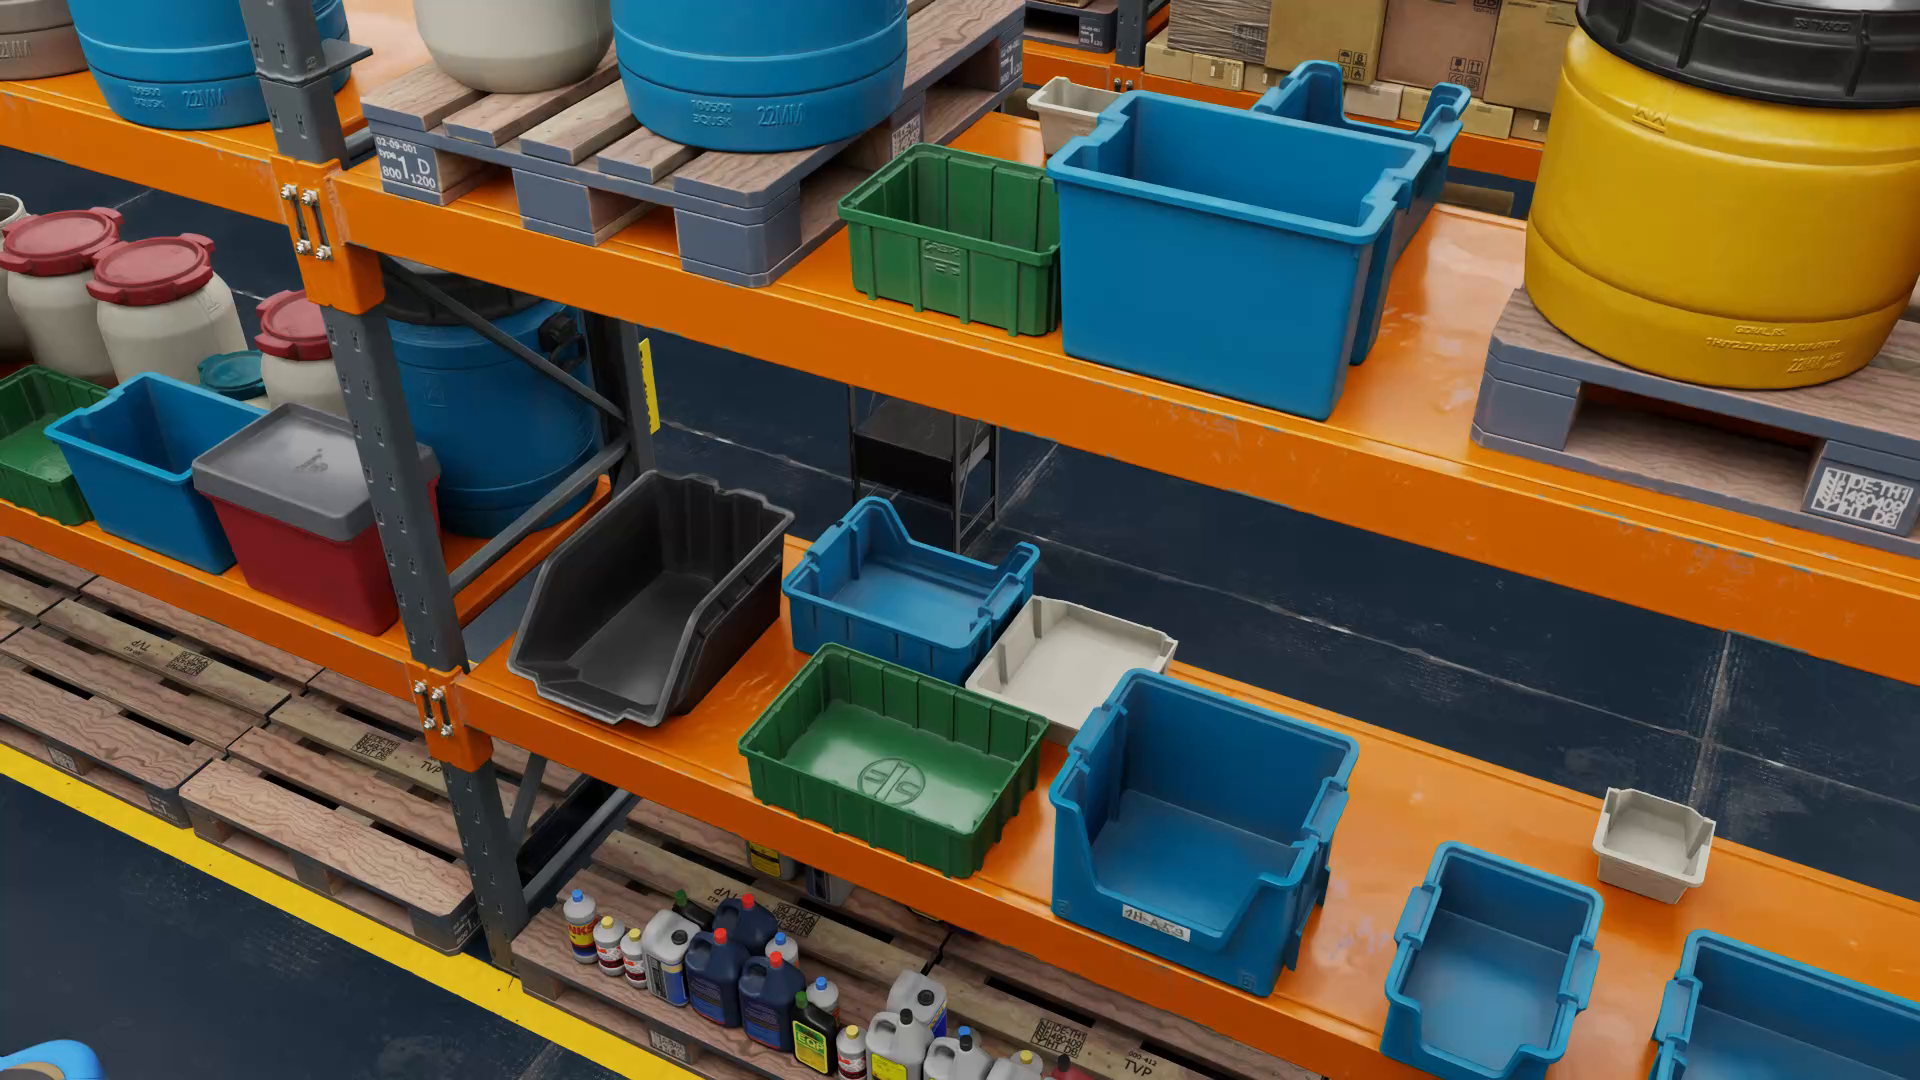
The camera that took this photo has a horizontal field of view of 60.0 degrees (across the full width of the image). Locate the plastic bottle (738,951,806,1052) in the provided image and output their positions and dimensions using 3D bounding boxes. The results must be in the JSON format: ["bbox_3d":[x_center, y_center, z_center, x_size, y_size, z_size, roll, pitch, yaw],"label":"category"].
[{"bbox_3d":[-0.547,1.321,4.856,0.185,0.351,0.144,16,40,20],"label":"plastic bottle"}]

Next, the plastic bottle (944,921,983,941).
[{"bbox_3d":[0.016,1.120,5.176,0.133,0.283,0.061,17,41,21],"label":"plastic bottle"}]

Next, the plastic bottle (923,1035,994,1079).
[{"bbox_3d":[-0.004,1.491,4.632,0.185,0.351,0.144,19,41,23],"label":"plastic bottle"}]

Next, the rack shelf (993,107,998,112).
[{"bbox_3d":[-0.147,-1.429,6.261,0.480,0.518,0.431,17,41,21],"label":"rack shelf"}]

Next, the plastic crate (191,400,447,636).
[{"bbox_3d":[-1.811,-0.055,4.788,0.583,0.464,0.402,17,41,21],"label":"plastic crate"}]

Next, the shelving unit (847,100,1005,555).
[{"bbox_3d":[-0.147,-0.882,6.676,0.503,2.100,0.431,17,41,21],"label":"shelving unit"}]

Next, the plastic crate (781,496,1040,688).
[{"bbox_3d":[-0.133,0.162,4.678,0.616,0.251,0.499,17,41,21],"label":"plastic crate"}]

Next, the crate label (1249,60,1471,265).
[{"bbox_3d":[0.802,-0.780,3.439,0.408,0.251,0.502,17,41,21],"label":"crate label"}]

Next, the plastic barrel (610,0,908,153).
[{"bbox_3d":[-0.406,-1.286,3.221,0.708,0.901,0.600,17,41,21],"label":"plastic barrel"}]

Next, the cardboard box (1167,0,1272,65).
[{"bbox_3d":[1.409,-2.718,8.021,0.500,0.500,0.875,17,41,21],"label":"cardboard box"}]

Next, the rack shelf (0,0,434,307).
[{"bbox_3d":[-3.016,-1.523,4.890,4.000,0.370,1.077,17,41,21],"label":"rack shelf"}]

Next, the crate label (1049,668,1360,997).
[{"bbox_3d":[0.553,0.673,3.854,0.616,0.435,0.502,17,41,21],"label":"crate label"}]

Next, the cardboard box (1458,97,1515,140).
[{"bbox_3d":[2.428,-1.987,7.594,0.250,0.149,0.380,17,41,21],"label":"cardboard box"}]

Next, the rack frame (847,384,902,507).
[{"bbox_3d":[-0.364,-0.950,6.765,0.015,2.100,0.400,17,41,21],"label":"rack frame"}]

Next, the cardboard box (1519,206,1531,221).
[{"bbox_3d":[2.949,-1.292,8.191,0.500,0.500,0.500,21,42,26],"label":"cardboard box"}]

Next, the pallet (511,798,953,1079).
[{"bbox_3d":[-0.663,1.261,5.414,1.213,0.211,1.003,17,41,21],"label":"pallet"}]

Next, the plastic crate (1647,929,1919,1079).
[{"bbox_3d":[1.730,1.134,3.398,0.616,0.251,0.499,17,41,21],"label":"plastic crate"}]

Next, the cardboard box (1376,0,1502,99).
[{"bbox_3d":[2.327,-2.475,7.701,0.500,0.500,0.875,17,41,21],"label":"cardboard box"}]

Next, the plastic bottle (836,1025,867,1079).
[{"bbox_3d":[-0.306,1.471,4.781,0.097,0.201,0.097,0,37,0],"label":"plastic bottle"}]

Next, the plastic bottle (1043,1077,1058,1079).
[{"bbox_3d":[0.268,1.603,4.546,0.135,0.276,0.152,18,41,22],"label":"plastic bottle"}]

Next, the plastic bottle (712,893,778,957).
[{"bbox_3d":[-0.648,1.191,5.027,0.185,0.351,0.144,17,41,21],"label":"plastic bottle"}]

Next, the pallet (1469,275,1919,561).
[{"bbox_3d":[1.622,-0.349,2.904,1.213,0.211,1.003,17,41,21],"label":"pallet"}]

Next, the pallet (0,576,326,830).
[{"bbox_3d":[-3.043,0.516,6.396,1.213,0.211,1.003,17,41,21],"label":"pallet"}]

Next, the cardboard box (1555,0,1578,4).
[{"bbox_3d":[2.658,-2.602,7.042,0.500,0.500,0.500,17,41,21],"label":"cardboard box"}]

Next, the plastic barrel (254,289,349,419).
[{"bbox_3d":[-1.989,-0.497,5.311,0.433,0.535,0.433,0,37,0],"label":"plastic barrel"}]

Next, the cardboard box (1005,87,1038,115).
[{"bbox_3d":[0.087,-2.223,9.401,0.500,0.500,0.700,17,40,21],"label":"cardboard box"}]

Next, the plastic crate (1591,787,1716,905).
[{"bbox_3d":[1.665,0.737,4.017,0.250,0.136,0.298,17,41,21],"label":"plastic crate"}]

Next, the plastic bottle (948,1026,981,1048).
[{"bbox_3d":[0.013,1.473,4.779,0.097,0.201,0.097,0,37,0],"label":"plastic bottle"}]

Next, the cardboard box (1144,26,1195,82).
[{"bbox_3d":[1.090,-2.397,8.134,0.250,0.149,0.380,17,41,21],"label":"cardboard box"}]

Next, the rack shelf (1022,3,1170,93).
[{"bbox_3d":[-0.738,-2.988,9.300,4.000,0.370,1.077,17,41,21],"label":"rack shelf"}]

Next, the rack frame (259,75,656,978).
[{"bbox_3d":[-1.240,-0.059,4.847,0.127,3.000,1.000,17,41,21],"label":"rack frame"}]

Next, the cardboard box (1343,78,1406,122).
[{"bbox_3d":[1.970,-2.110,7.756,0.250,0.149,0.380,17,41,21],"label":"cardboard box"}]

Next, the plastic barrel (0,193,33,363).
[{"bbox_3d":[-3.406,-0.927,5.898,0.421,0.512,0.421,0,37,0],"label":"plastic barrel"}]

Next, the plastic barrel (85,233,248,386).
[{"bbox_3d":[-2.640,-0.701,5.580,0.433,0.535,0.433,0,37,0],"label":"plastic barrel"}]

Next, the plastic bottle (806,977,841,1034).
[{"bbox_3d":[-0.399,1.373,4.853,0.097,0.271,0.097,0,37,0],"label":"plastic bottle"}]

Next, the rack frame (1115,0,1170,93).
[{"bbox_3d":[1.038,-2.718,8.350,0.127,3.000,1.000,17,41,21],"label":"rack frame"}]

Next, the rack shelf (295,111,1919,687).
[{"bbox_3d":[0.536,-0.411,3.425,4.000,0.370,1.077,17,41,21],"label":"rack shelf"}]

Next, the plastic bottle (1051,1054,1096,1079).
[{"bbox_3d":[0.317,1.543,4.620,0.133,0.283,0.061,17,41,21],"label":"plastic bottle"}]

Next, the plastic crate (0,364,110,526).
[{"bbox_3d":[-2.916,-0.307,5.349,0.662,0.188,0.450,17,41,21],"label":"plastic crate"}]

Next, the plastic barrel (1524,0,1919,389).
[{"bbox_3d":[1.241,-0.632,2.618,0.600,0.588,0.600,0,37,0],"label":"plastic barrel"}]

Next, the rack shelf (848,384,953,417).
[{"bbox_3d":[-0.147,-0.872,6.684,0.480,0.518,0.431,17,41,21],"label":"rack shelf"}]

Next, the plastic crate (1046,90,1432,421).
[{"bbox_3d":[0.480,-0.504,2.965,0.575,0.384,0.392,17,41,21],"label":"plastic crate"}]

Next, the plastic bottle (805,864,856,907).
[{"bbox_3d":[-0.411,1.015,5.321,0.135,0.276,0.152,17,41,21],"label":"plastic bottle"}]

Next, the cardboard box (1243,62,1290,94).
[{"bbox_3d":[1.541,-2.266,7.962,0.250,0.149,0.380,17,41,21],"label":"cardboard box"}]

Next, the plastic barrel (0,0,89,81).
[{"bbox_3d":[-2.372,-1.660,4.060,0.600,0.901,0.600,0,37,0],"label":"plastic barrel"}]

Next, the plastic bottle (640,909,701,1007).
[{"bbox_3d":[-0.859,1.250,5.011,0.135,0.276,0.152,19,41,23],"label":"plastic bottle"}]

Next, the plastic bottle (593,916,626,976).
[{"bbox_3d":[-1.069,1.233,5.096,0.097,0.201,0.097,0,37,0],"label":"plastic bottle"}]
